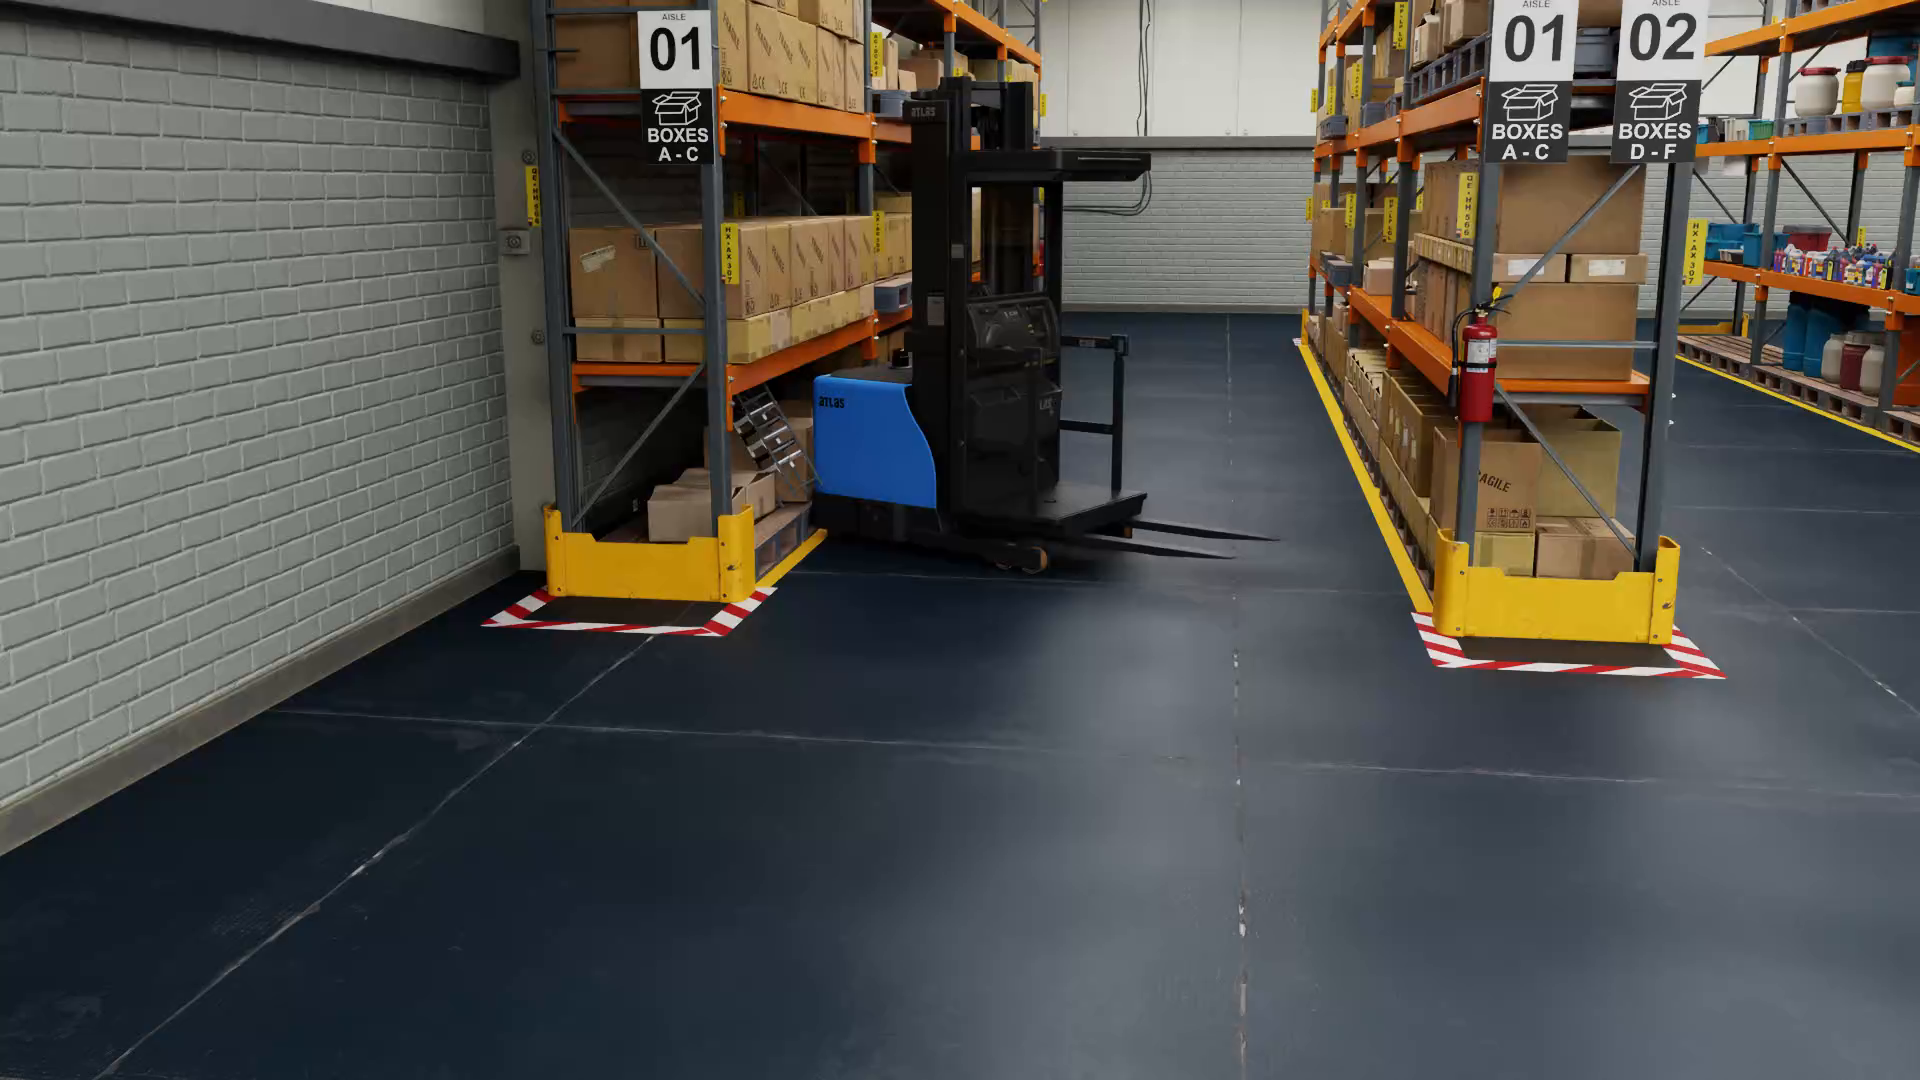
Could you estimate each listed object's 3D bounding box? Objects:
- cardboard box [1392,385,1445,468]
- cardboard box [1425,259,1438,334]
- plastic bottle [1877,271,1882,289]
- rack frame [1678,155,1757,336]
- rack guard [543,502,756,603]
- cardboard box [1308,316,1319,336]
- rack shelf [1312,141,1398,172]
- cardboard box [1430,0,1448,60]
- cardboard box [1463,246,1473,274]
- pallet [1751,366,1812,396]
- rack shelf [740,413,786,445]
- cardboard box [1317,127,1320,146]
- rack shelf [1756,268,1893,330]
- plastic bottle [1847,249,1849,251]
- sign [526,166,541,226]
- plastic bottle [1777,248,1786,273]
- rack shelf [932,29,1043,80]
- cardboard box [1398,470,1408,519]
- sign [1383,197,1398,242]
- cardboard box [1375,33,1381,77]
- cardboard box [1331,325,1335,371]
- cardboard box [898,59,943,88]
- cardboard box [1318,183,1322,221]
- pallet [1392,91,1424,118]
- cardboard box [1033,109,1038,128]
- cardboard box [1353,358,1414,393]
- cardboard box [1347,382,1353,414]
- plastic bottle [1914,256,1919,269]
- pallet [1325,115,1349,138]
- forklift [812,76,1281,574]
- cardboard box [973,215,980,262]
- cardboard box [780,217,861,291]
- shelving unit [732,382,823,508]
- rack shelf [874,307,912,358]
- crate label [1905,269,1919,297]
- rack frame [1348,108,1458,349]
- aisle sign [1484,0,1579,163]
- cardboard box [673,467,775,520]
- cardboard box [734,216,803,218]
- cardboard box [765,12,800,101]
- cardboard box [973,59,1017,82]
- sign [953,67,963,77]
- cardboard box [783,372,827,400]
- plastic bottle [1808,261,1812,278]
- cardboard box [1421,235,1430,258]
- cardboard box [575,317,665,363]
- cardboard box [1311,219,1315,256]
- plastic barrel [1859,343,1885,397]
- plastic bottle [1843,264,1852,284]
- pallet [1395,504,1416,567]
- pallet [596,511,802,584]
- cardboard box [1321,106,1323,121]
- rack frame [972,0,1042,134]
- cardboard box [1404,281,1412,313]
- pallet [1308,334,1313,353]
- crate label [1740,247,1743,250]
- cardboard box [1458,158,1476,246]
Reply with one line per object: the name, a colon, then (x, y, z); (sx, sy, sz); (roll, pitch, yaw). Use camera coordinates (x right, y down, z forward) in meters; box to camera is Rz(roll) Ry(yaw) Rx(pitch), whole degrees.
cardboard box: (3.187, -0.755, 11.129); (0.500, 0.500, 0.500); (2, 12, 9)
cardboard box: (3.584, -1.669, 11.379); (0.700, 0.500, 0.500); (2, 12, 8)
plastic bottle: (8.907, -2.518, 16.029); (0.097, 0.201, 0.097); (0, 12, 0)
rack frame: (10.460, -4.159, 23.172); (1.000, 3.000, 0.127); (2, 12, 9)
rack guard: (-1.778, 0.057, 9.543); (1.175, 0.500, 0.348); (2, 12, 9)
cardboard box: (5.126, -2.983, 23.198); (0.500, 0.250, 0.500); (2, 12, 9)
rack shelf: (5.259, -5.019, 21.748); (1.077, 0.370, 4.000); (2, 12, 9)
cardboard box: (3.343, -3.274, 10.372); (0.797, 0.503, 0.637); (3, 13, 15)
cardboard box: (3.095, -1.601, 9.527); (0.380, 0.149, 0.250); (2, 12, 9)
pallet: (9.685, -1.804, 18.863); (1.003, 0.211, 1.213); (2, 12, 9)
rack shelf: (-1.280, -0.727, 10.854); (0.258, 0.077, 0.200); (-33, 5, -36)
cardboard box: (5.147, -5.511, 22.681); (0.500, 0.250, 0.500); (2, 12, 9)
rack shelf: (9.538, -2.558, 17.452); (1.077, 0.370, 4.000); (2, 12, 9)
plastic bottle: (10.104, -3.173, 18.892); (0.152, 0.276, 0.135); (2, 12, 9)
sign: (-2.335, -1.892, 9.154); (0.100, 0.325, 0.005); (2, 12, 9)
plastic bottle: (9.347, -3.179, 18.902); (0.061, 0.283, 0.133); (2, 12, 9)
rack shelf: (0.364, -6.449, 22.216); (1.077, 0.370, 4.000); (2, 12, 9)
cardboard box: (3.115, -0.285, 10.724); (0.500, 0.250, 0.500); (2, 12, 9)
sign: (3.183, -2.365, 12.288); (0.100, 0.325, 0.005); (2, 12, 9)
cardboard box: (4.566, -4.962, 17.167); (0.500, 0.500, 0.500); (2, 12, 9)
cardboard box: (4.481, -2.173, 18.845); (0.500, 0.500, 0.500); (2, 12, 9)
cardboard box: (-0.543, -4.646, 17.029); (0.700, 0.500, 0.500); (1, 12, 4)
cardboard box: (5.006, -4.455, 21.936); (0.500, 0.500, 0.500); (2, 12, 8)
pallet: (3.844, -3.379, 12.887); (0.805, 0.209, 1.217); (1, 12, 6)
cardboard box: (0.821, -5.966, 23.559); (0.500, 0.250, 0.500); (2, 12, 10)
cardboard box: (3.812, -1.475, 14.917); (0.500, 0.311, 0.500); (2, 12, 7)
cardboard box: (3.889, -1.312, 15.491); (0.500, 0.250, 0.500); (2, 12, 7)
plastic bottle: (9.839, -2.774, 17.051); (0.097, 0.271, 0.097); (0, 12, 0)
pallet: (4.625, -4.513, 18.139); (1.213, 0.211, 1.003); (2, 12, 9)
forklift: (0.510, -1.355, 10.324); (3.031, 2.935, 1.130); (9, 15, 35)
cardboard box: (-0.064, -3.324, 18.305); (0.500, 0.500, 0.500); (2, 12, 8)
cardboard box: (-1.013, -2.073, 12.019); (0.500, 0.500, 0.500); (2, 12, 8)
shelving unit: (-1.252, -0.678, 10.858); (0.258, 0.900, 0.210); (-33, 5, -36)
rack shelf: (-0.867, -2.047, 15.078); (1.077, 0.370, 4.000); (2, 12, 9)
crate label: (8.795, -2.336, 15.112); (0.303, 0.233, 0.416); (2, 12, 9)
rack frame: (4.336, -2.655, 16.193); (1.000, 3.000, 0.127); (2, 12, 9)
aisle sign: (2.806, -2.256, 8.172); (0.394, 0.787, 0.004); (2, 12, 9)
cardboard box: (-1.506, -0.310, 10.649); (0.500, 0.311, 0.500); (3, 13, 13)
cardboard box: (-1.453, -2.194, 12.583); (0.500, 0.500, 0.500); (2, 12, 7)
cardboard box: (-1.297, -2.955, 10.179); (0.500, 0.500, 0.500); (2, 12, 11)
cardboard box: (0.443, -5.800, 21.010); (0.500, 0.500, 0.500); (2, 12, 8)
sign: (-0.023, -4.516, 16.480); (0.100, 0.325, 0.005); (2, 12, 9)
cardboard box: (-1.078, -1.129, 14.001); (0.700, 0.500, 0.500); (2, 12, 11)
plastic bottle: (9.210, -2.929, 17.937); (0.097, 0.201, 0.097); (0, 12, 0)
cardboard box: (3.412, -2.033, 11.528); (0.380, 0.149, 0.250); (2, 12, 7)
cardboard box: (-1.909, -1.189, 9.701); (0.500, 0.250, 0.500); (2, 12, 9)
cardboard box: (5.238, -4.285, 23.521); (0.500, 0.500, 0.500); (2, 12, 10)
plastic barrel: (9.287, -1.706, 16.696); (0.421, 0.512, 0.421); (0, 12, 0)
plastic bottle: (9.047, -2.708, 16.910); (0.097, 0.201, 0.097); (0, 12, 0)
pallet: (3.372, -0.040, 10.679); (1.003, 0.211, 1.213); (2, 12, 9)
pallet: (-1.618, 0.030, 10.353); (1.003, 0.211, 1.213); (2, 12, 9)
cardboard box: (5.076, -5.651, 22.145); (0.500, 0.250, 0.500); (2, 12, 9)
rack frame: (0.671, -7.413, 24.030); (1.000, 3.000, 0.127); (2, 12, 9)
cardboard box: (3.675, -1.946, 13.220); (0.396, 0.266, 0.258); (2, 12, 7)
pallet: (5.433, -2.775, 23.371); (1.003, 0.211, 1.213); (2, 12, 9)
crate label: (10.436, -3.765, 21.828); (0.396, 0.136, 0.243); (2, 12, 9)
cardboard box: (3.351, -1.995, 9.814); (0.700, 0.500, 0.500); (2, 12, 9)
